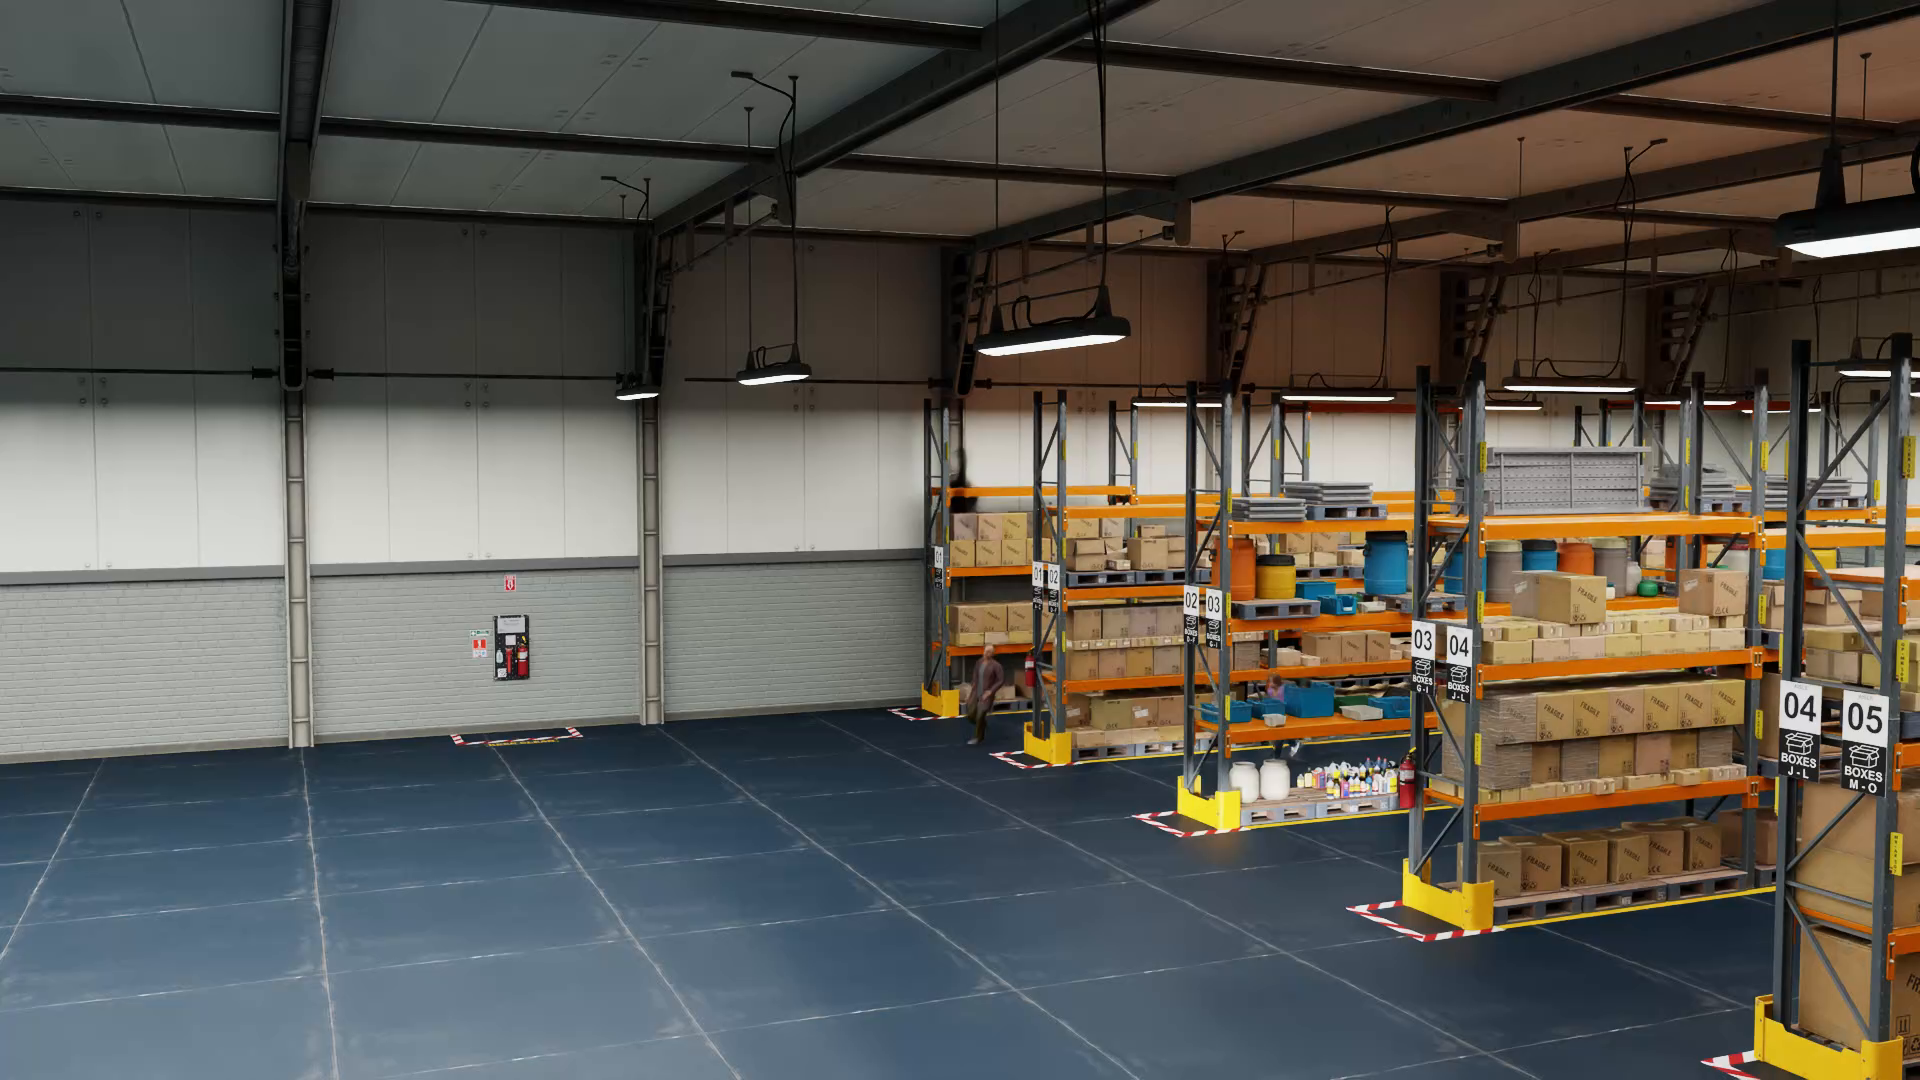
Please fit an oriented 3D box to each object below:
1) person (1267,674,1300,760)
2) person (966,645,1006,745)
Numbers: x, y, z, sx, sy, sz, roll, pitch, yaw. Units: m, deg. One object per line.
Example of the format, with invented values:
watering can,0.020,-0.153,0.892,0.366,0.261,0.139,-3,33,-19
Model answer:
person,5.178,2.861,26.429,0.561,1.552,0.899,2,4,36
person,0.469,2.640,28.330,0.758,1.725,0.616,2,4,35
